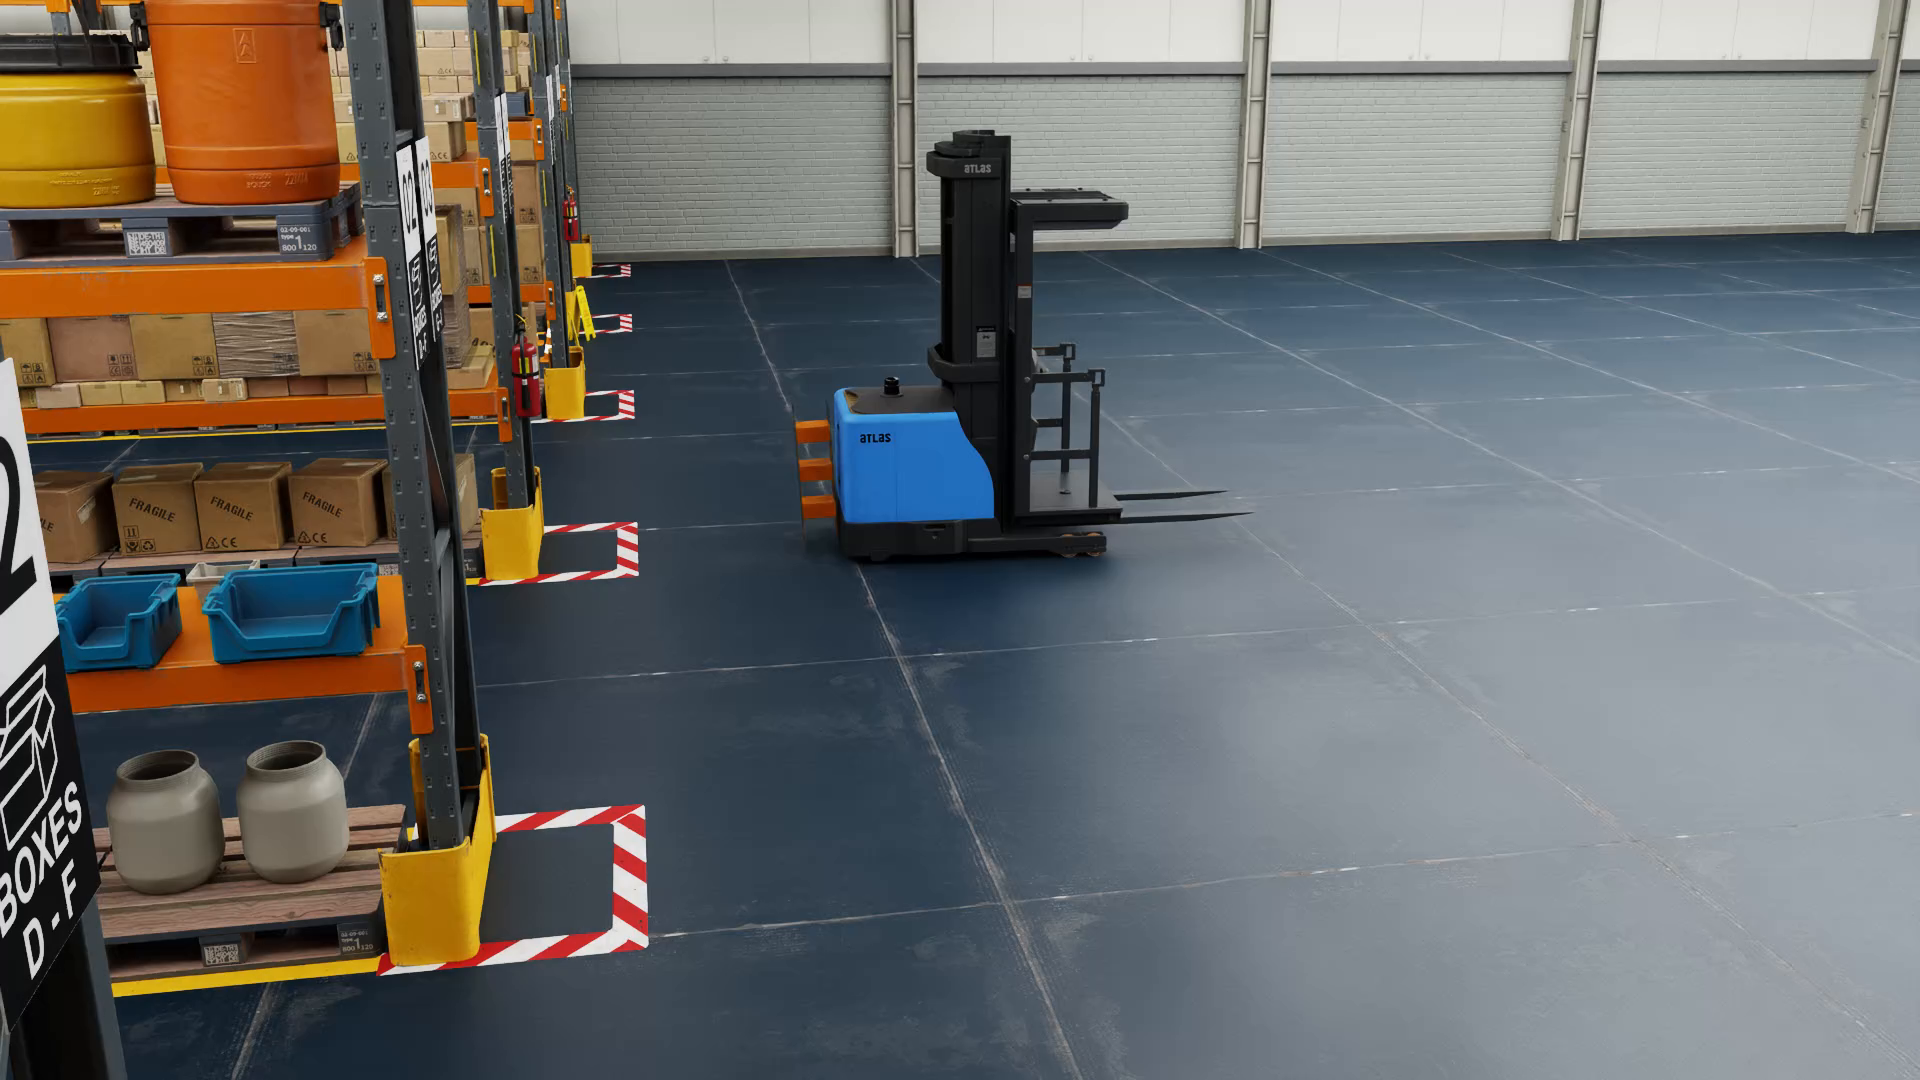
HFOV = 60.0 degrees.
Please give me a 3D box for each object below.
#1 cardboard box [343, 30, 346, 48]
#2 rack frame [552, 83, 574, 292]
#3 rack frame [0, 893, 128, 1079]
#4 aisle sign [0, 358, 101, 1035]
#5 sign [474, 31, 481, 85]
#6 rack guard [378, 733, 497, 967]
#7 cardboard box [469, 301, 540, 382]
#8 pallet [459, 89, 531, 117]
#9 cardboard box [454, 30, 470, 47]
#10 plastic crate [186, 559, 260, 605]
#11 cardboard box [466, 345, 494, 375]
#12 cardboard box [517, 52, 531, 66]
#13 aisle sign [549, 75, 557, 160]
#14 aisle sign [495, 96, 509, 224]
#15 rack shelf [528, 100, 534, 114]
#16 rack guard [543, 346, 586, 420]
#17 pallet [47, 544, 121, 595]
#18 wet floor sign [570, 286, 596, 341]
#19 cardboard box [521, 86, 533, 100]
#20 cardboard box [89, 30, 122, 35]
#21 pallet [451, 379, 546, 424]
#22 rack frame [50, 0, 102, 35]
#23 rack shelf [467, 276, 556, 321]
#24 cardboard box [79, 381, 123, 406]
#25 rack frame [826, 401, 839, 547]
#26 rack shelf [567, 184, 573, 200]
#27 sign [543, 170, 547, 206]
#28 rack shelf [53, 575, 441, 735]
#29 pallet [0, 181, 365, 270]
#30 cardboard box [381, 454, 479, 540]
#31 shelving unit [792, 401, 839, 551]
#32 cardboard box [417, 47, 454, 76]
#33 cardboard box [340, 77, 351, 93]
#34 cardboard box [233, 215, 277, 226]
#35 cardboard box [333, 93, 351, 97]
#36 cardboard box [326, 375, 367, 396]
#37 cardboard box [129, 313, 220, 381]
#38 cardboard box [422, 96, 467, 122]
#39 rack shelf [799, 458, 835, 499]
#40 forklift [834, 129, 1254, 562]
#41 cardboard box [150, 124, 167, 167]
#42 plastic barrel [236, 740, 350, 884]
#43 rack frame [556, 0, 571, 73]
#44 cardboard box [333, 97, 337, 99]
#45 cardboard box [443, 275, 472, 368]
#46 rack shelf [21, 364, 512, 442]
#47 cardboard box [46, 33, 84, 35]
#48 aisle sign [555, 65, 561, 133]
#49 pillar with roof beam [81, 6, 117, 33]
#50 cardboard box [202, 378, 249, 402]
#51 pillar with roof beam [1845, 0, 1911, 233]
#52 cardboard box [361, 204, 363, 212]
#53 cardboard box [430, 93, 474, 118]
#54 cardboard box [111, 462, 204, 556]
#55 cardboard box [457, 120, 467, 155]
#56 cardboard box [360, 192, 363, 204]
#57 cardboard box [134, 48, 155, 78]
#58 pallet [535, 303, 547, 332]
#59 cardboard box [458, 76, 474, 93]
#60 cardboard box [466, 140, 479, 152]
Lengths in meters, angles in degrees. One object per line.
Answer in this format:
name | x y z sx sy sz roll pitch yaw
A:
cardboard box | -5.474 -4.524 15.008 0.250 0.149 0.380 -4 17 -11
rack frame | -4.997 -4.189 20.842 0.127 3.000 1.000 -3 17 -10
rack frame | -1.242 1.524 2.243 0.127 3.000 1.000 -3 17 -10
aisle sign | -1.235 0.189 2.160 0.004 0.787 0.394 -3 17 -10
sign | -3.032 -3.028 10.446 0.005 0.325 0.100 -3 17 -10
rack guard | -2.243 1.308 7.201 0.348 0.500 1.175 -3 17 -10
cardboard box | -4.612 -1.896 16.280 0.875 0.875 0.875 -3 17 -10
pallet | -4.685 -4.115 15.643 1.213 0.211 1.003 -3 17 -10
cardboard box | -4.471 -4.581 15.194 0.250 0.149 0.380 -3 17 -10
plastic crate | -3.117 0.179 7.071 0.250 0.136 0.298 -3 17 -10
cardboard box | -3.442 -1.265 11.750 0.250 0.149 0.380 -3 17 -10
cardboard box | -5.273 -5.780 19.983 0.250 0.149 0.380 -3 17 -10
aisle sign | -3.946 -4.101 16.127 0.004 0.787 0.394 -3 17 -10
aisle sign | -3.000 -2.492 10.889 0.004 0.787 0.394 -3 17 -10
rack shelf | -6.961 -5.168 20.145 4.000 0.370 1.077 -3 17 -10
rack guard | -3.935 -1.574 16.586 0.348 0.500 1.175 -3 17 -10
pallet | -6.392 0.176 11.380 1.213 0.211 1.003 -3 17 -10
wet floor sign | -4.608 -2.766 20.218 0.232 0.644 0.267 3 17 9
cardboard box | -5.295 -5.403 20.111 0.250 0.149 0.380 -3 17 -10
cardboard box | -7.465 -4.411 14.639 0.250 0.149 0.380 -3 17 -10
pallet | -4.729 -1.368 16.406 1.213 0.211 1.003 -3 17 -10
rack frame | -7.886 -5.413 14.608 0.127 3.000 1.000 -3 17 -10
rack shelf | -5.923 -2.313 15.957 4.000 0.370 1.077 -3 17 -10
cardboard box | -5.554 -0.991 10.859 0.250 0.149 0.380 -3 17 -10
rack frame | -0.920 -0.474 12.026 0.008 1.050 0.200 -5 18 -7
rack shelf | -7.906 -5.165 25.243 4.000 0.370 1.077 -3 17 -10
sign | -3.870 -3.277 15.498 0.005 0.325 0.100 -3 17 -10
rack shelf | -4.141 0.551 6.635 4.000 0.370 1.077 -3 17 -10
pallet | -3.009 -1.230 6.421 1.213 0.211 1.003 -3 17 -10
cardboard box | -3.734 -0.308 11.749 0.500 0.500 0.500 0 17 0
shelving unit | -1.040 -0.464 12.012 0.252 1.050 0.215 -5 18 -7
cardboard box | -4.878 -4.385 15.235 0.500 0.250 0.500 -3 17 -10
cardboard box | -5.469 -4.143 15.126 0.250 0.149 0.380 -3 17 -10
cardboard box | -4.592 -1.842 10.820 0.500 0.500 0.500 -3 17 -10
cardboard box | -4.210 -2.906 11.131 0.250 0.149 0.380 -3 17 -8
cardboard box | -4.088 -1.085 11.163 0.250 0.149 0.380 -3 17 -10
cardboard box | -5.123 -1.397 11.076 0.500 0.500 0.875 -3 17 -10
cardboard box | -3.331 -2.780 10.721 0.250 0.149 0.380 -3 17 -10
rack shelf | -1.040 -0.453 12.015 0.240 0.259 0.215 -5 18 -7
forklift | 0.616 -1.427 11.966 3.031 2.935 1.130 -2 17 -8
cardboard box | -5.030 -2.510 10.522 0.500 0.250 0.500 -4 17 -11
plastic barrel | -2.809 1.143 7.005 0.421 0.512 0.421 0 17 0
rack frame | -5.943 -8.488 24.619 0.127 3.000 1.000 -3 17 -10
cardboard box | -4.098 -2.731 10.563 0.250 0.149 0.380 -3 17 -10
cardboard box | -3.663 -1.500 11.409 0.500 0.500 0.875 -3 17 -10
rack shelf | -5.081 -0.877 11.284 4.000 0.370 1.077 -3 17 -10
cardboard box | -12.563 -6.932 23.606 0.500 0.500 0.700 -4 17 -11
aisle sign | -4.881 -5.352 20.200 0.004 0.787 0.394 -3 17 -10
pillar with roof beam | -11.872 -7.134 20.210 0.400 9.000 9.100 -3 17 -10
cardboard box | -4.811 -1.023 10.962 0.250 0.149 0.380 -3 17 -10
pillar with roof beam | 17.584 -8.804 25.651 0.400 9.000 9.100 -3 17 -10
cardboard box | -4.201 -2.022 11.408 0.500 0.500 0.500 -3 17 -10
cardboard box | -3.432 -2.936 11.231 0.250 0.149 0.380 -3 17 -11
cardboard box | -5.489 -0.217 11.453 0.500 0.500 0.500 -5 18 -15
cardboard box | -3.639 -2.742 11.278 0.500 0.250 0.500 -3 17 -9
cardboard box | -5.429 -3.297 15.843 0.550 0.550 0.875 -3 17 -10
cardboard box | -7.353 -4.245 14.777 0.500 0.250 0.500 -3 17 -10
pallet | -5.876 -2.817 21.124 1.213 0.211 1.003 -3 17 -10
cardboard box | -4.469 -4.200 15.311 0.250 0.149 0.380 -3 17 -10
cardboard box | -5.956 -4.740 20.255 0.500 0.500 0.700 -3 17 -10
